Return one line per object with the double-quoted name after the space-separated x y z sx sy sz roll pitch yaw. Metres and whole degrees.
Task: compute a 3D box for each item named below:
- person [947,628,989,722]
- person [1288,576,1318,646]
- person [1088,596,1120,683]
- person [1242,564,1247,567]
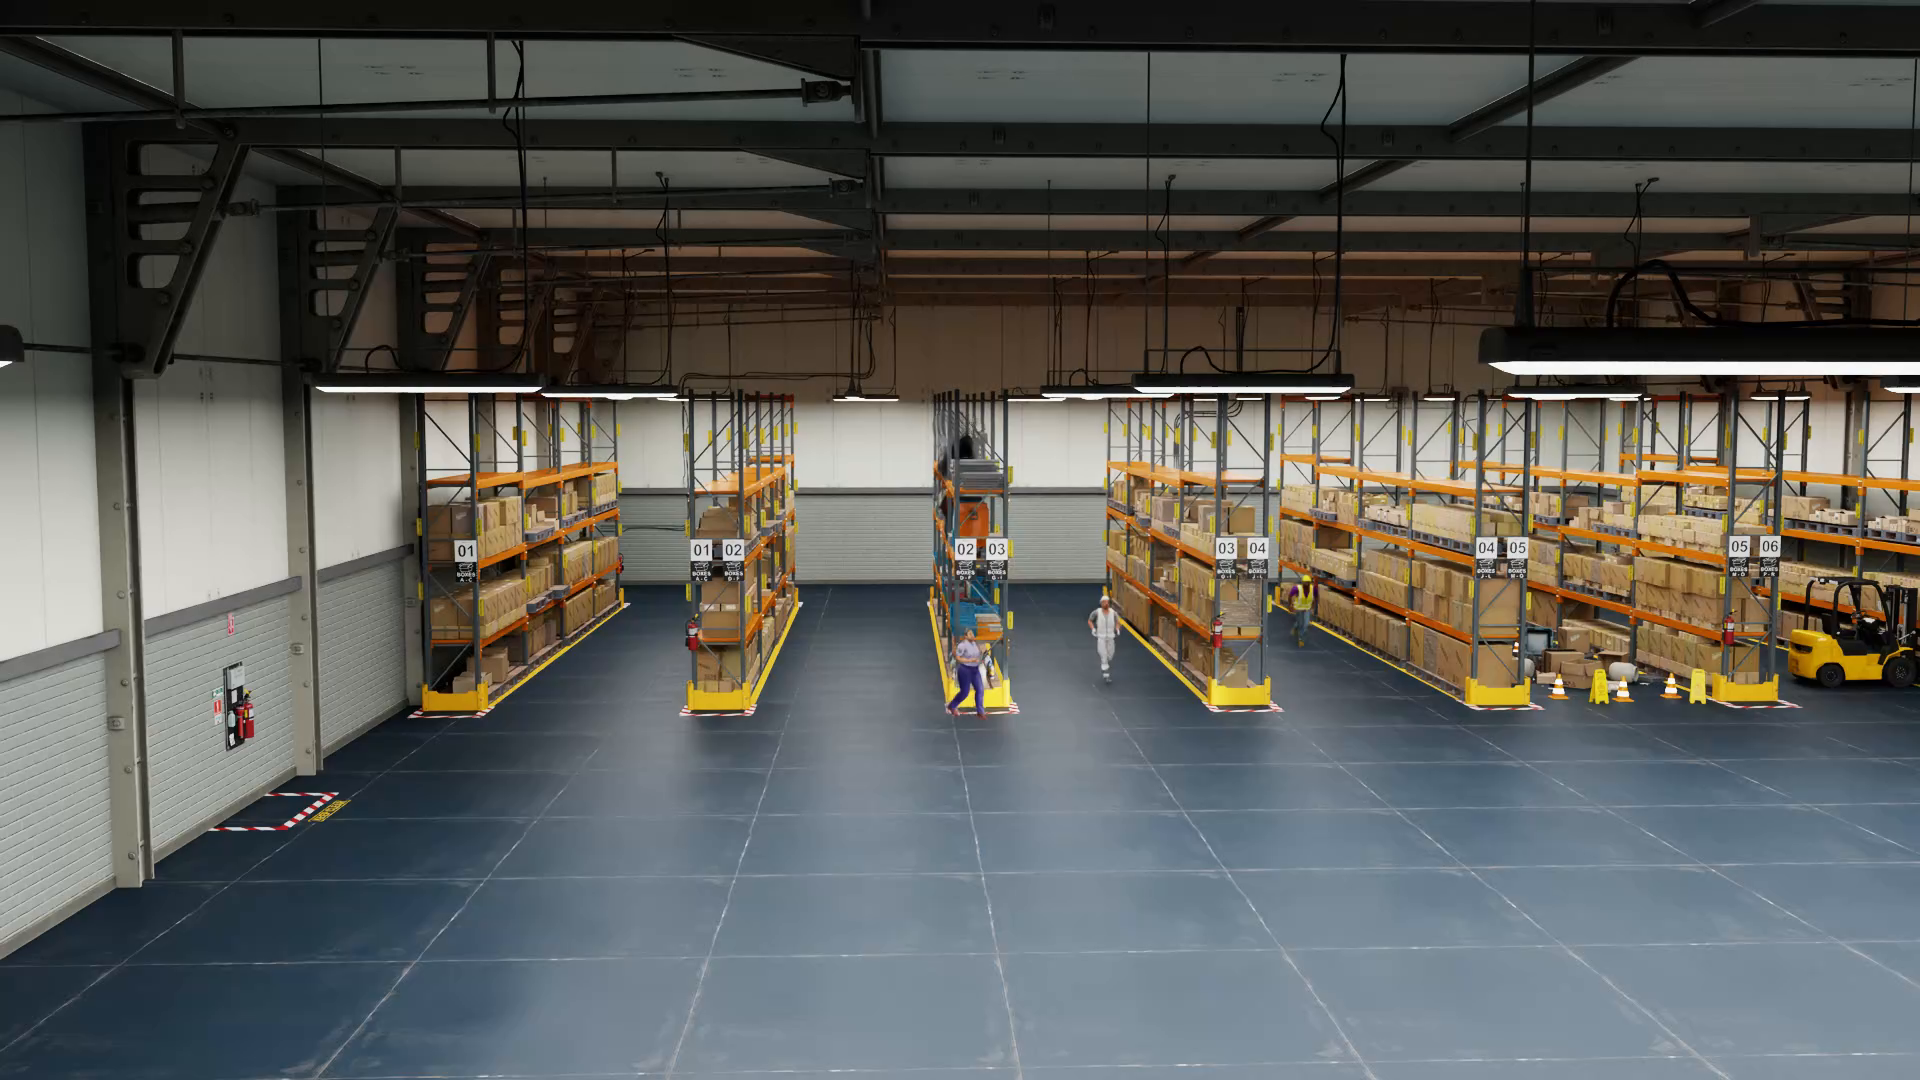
0.138 2.452 30.187 0.790 1.684 0.611 4 6 40 "person"
8.170 1.669 39.646 0.697 1.693 0.840 -1 5 -11 "person"
2.999 2.036 34.550 0.655 1.774 0.845 -1 5 -7 "person"
7.458 1.282 44.116 0.674 1.682 0.782 -1 5 -9 "person"
